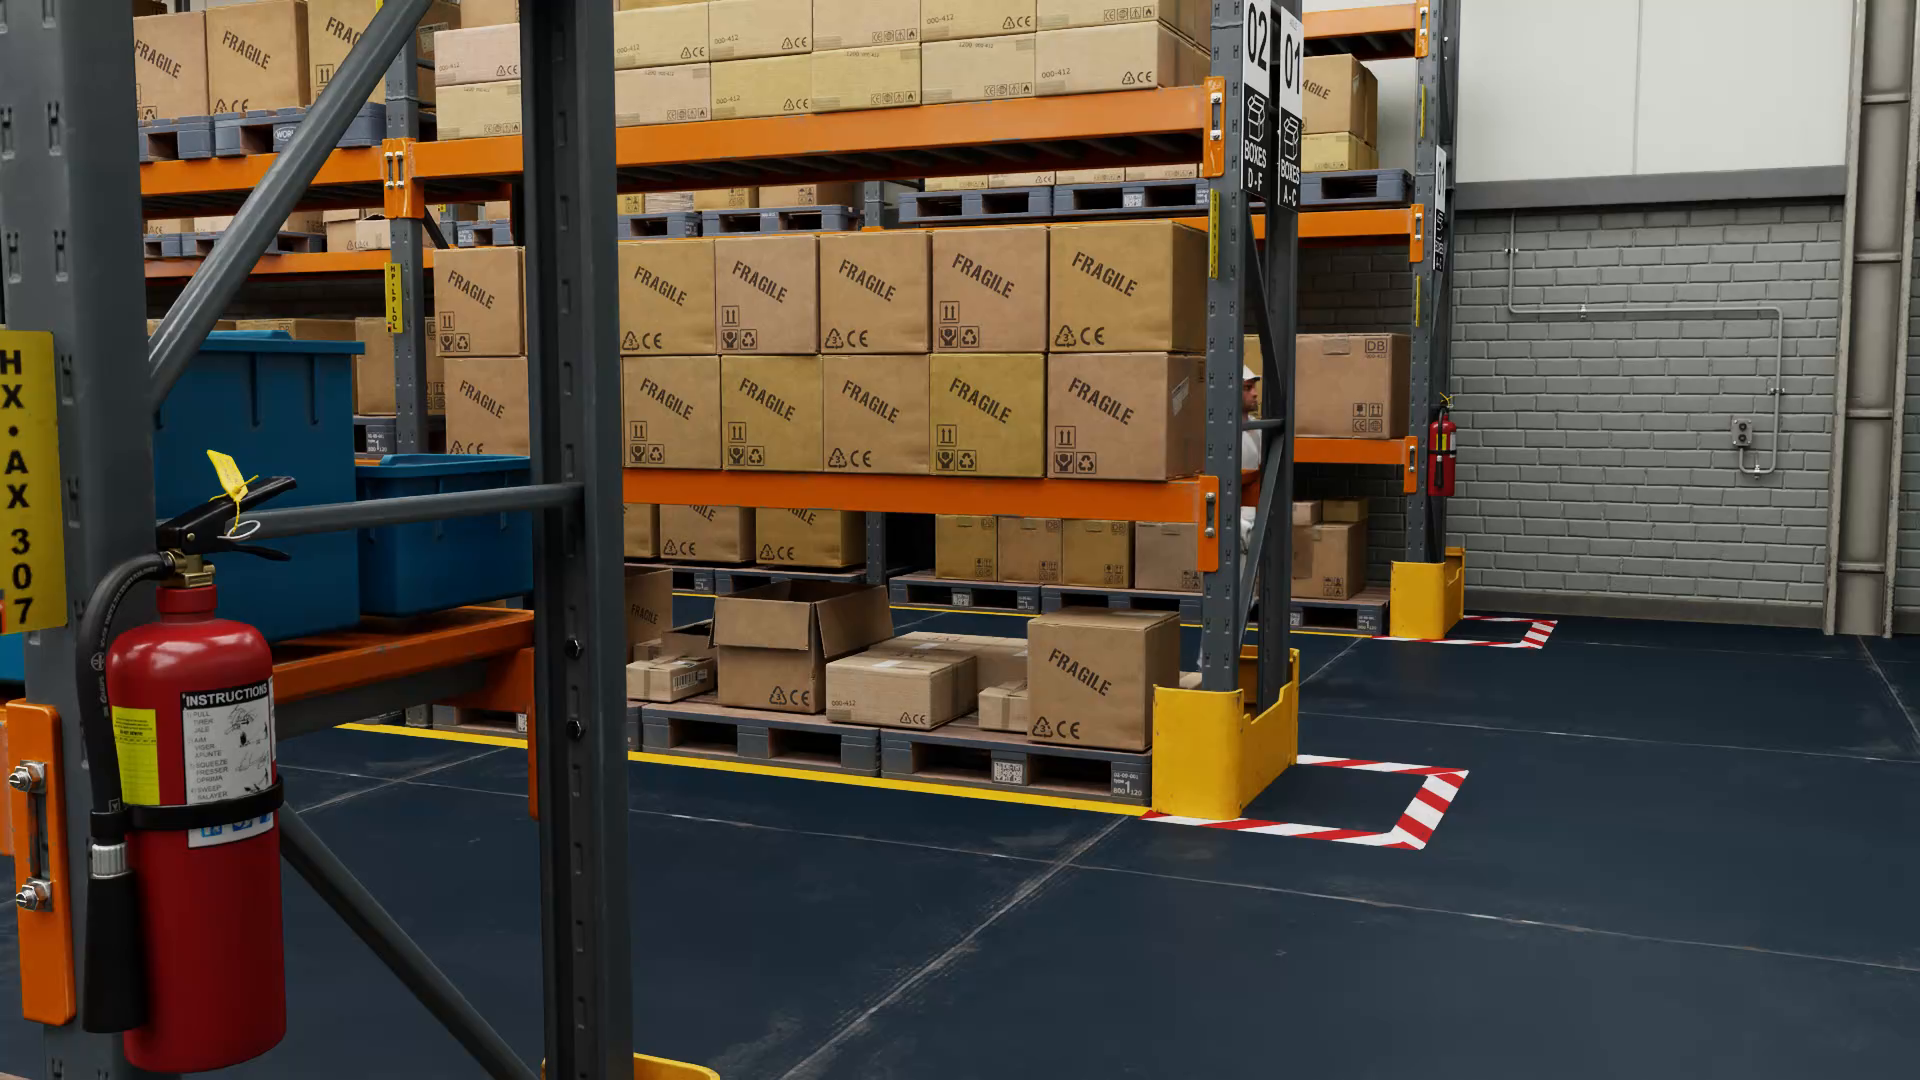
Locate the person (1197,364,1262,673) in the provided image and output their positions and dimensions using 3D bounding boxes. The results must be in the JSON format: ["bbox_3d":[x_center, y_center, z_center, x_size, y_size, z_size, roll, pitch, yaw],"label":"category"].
[{"bbox_3d":[1.518,-0.079,9.181,0.506,1.788,0.536,4,7,35],"label":"person"}]
